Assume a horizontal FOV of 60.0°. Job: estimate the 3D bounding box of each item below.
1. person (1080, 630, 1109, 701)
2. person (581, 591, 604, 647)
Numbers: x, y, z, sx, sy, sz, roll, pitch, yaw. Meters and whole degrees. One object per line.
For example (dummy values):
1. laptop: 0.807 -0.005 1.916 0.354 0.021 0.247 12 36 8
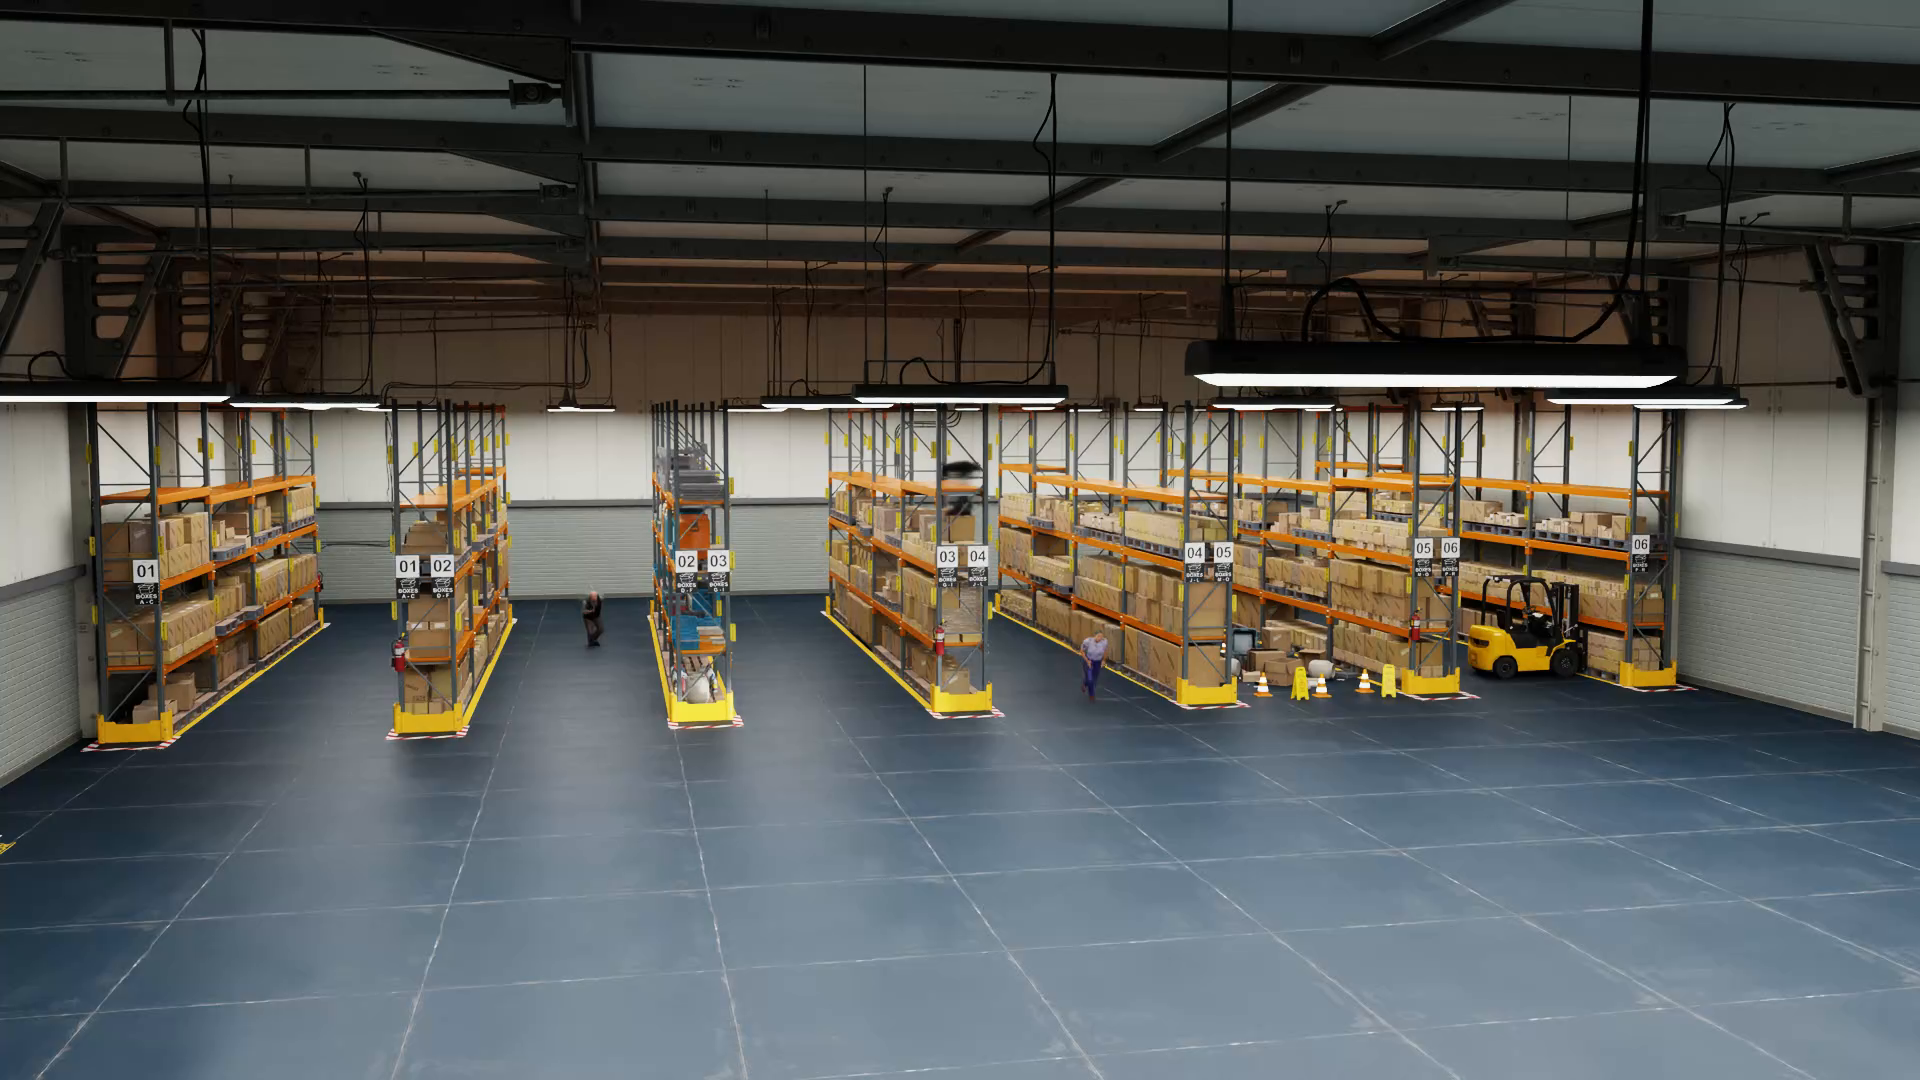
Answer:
1. person: 2.668 2.491 33.409 0.611 1.461 0.922 -1 4 -15
2. person: -8.987 1.937 40.697 0.662 1.456 0.966 -3 5 -32
